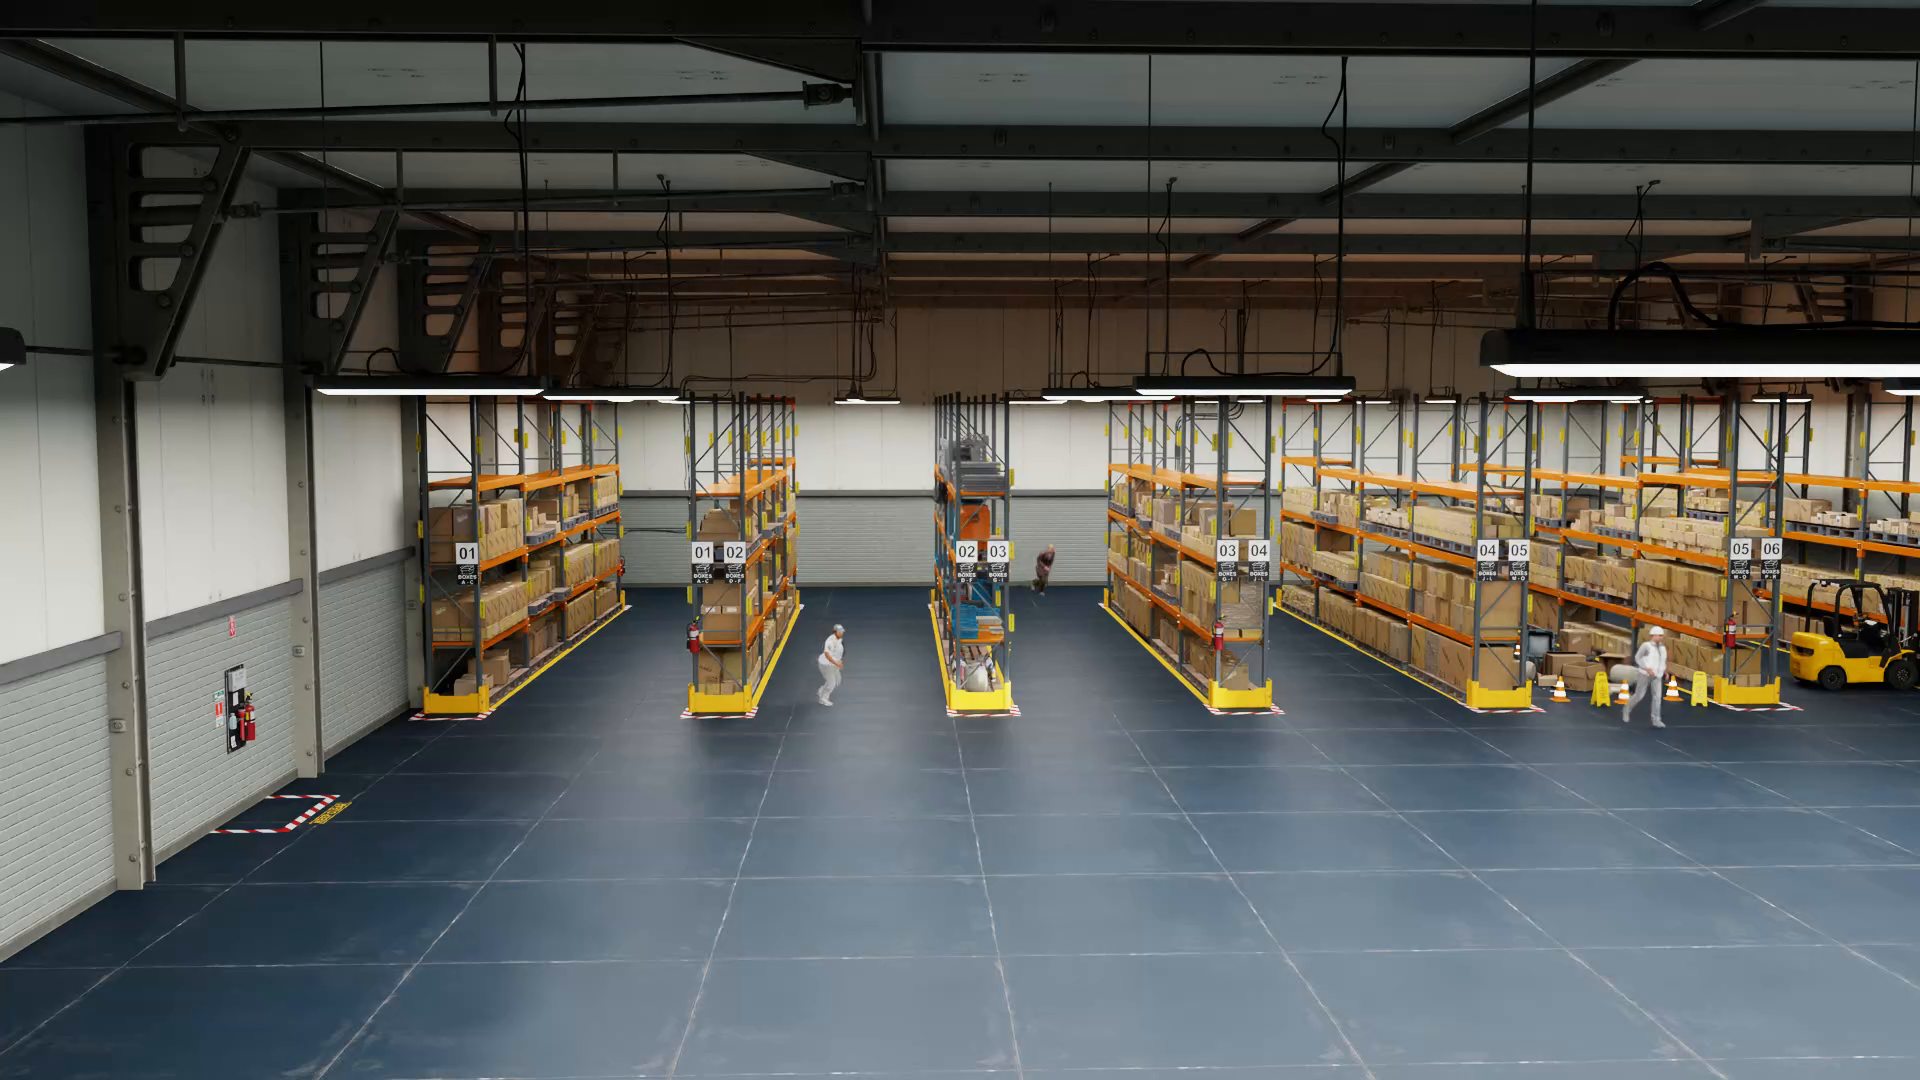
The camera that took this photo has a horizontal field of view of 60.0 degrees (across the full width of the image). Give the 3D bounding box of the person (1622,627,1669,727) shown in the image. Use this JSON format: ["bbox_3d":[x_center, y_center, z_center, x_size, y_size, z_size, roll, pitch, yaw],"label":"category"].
[{"bbox_3d":[12.406,2.424,29.779,0.690,1.754,0.892,-1,5,-17],"label":"person"}]

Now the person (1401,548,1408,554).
[{"bbox_3d":[13.160,0.853,49.589,0.810,1.842,0.673,-1,5,-11],"label":"person"}]

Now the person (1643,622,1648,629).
[{"bbox_3d":[17.512,1.552,41.691,0.568,1.667,0.709,-3,6,-34],"label":"person"}]

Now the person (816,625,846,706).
[{"bbox_3d":[-2.498,2.398,31.863,0.756,1.594,0.582,2,5,24],"label":"person"}]

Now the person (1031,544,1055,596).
[{"bbox_3d":[2.523,0.900,50.484,0.732,1.585,0.933,-4,6,-43],"label":"person"}]
